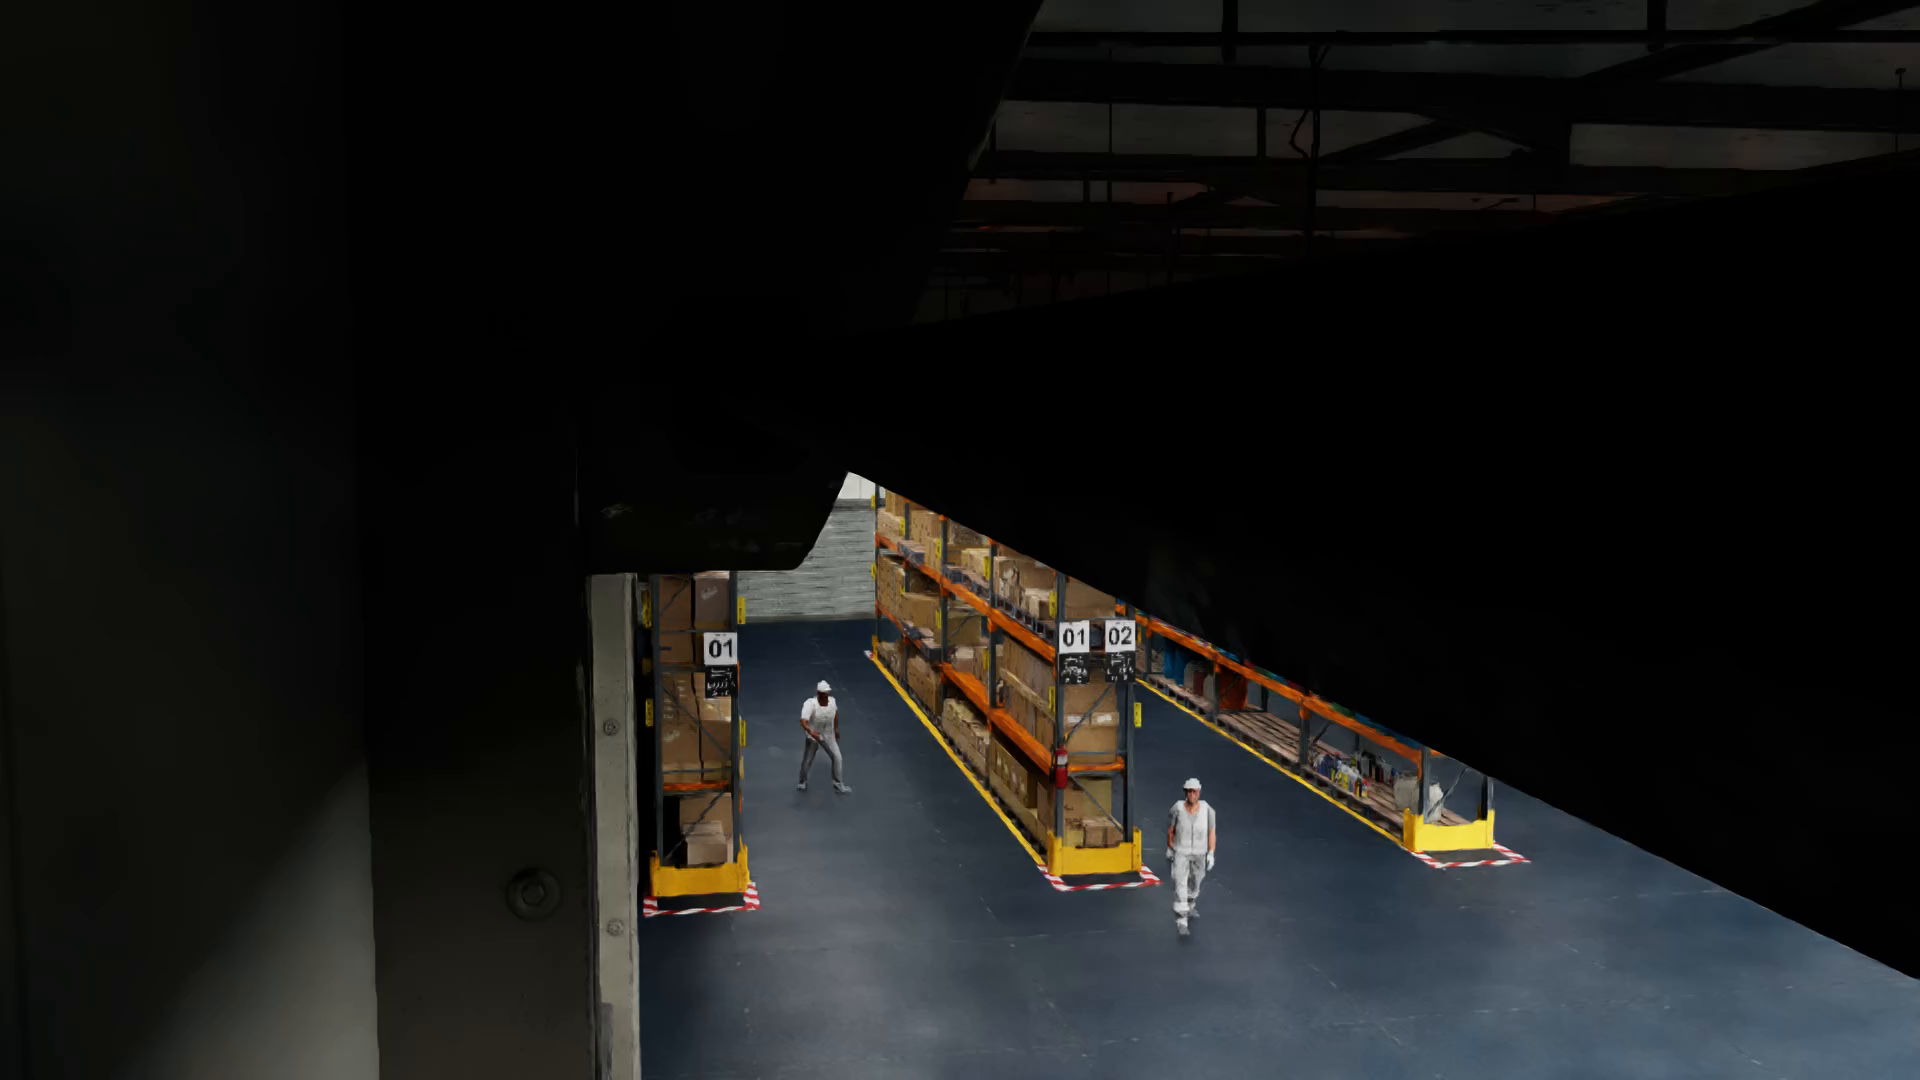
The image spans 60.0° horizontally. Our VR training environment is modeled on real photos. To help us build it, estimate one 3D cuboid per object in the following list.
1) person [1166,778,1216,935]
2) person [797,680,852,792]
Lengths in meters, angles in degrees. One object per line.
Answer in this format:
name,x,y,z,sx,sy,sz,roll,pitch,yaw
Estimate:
person,2.625,3.537,18.744,0.531,1.728,0.959,0,6,-2
person,-2.095,2.926,24.907,0.708,1.702,0.843,-3,7,-27
